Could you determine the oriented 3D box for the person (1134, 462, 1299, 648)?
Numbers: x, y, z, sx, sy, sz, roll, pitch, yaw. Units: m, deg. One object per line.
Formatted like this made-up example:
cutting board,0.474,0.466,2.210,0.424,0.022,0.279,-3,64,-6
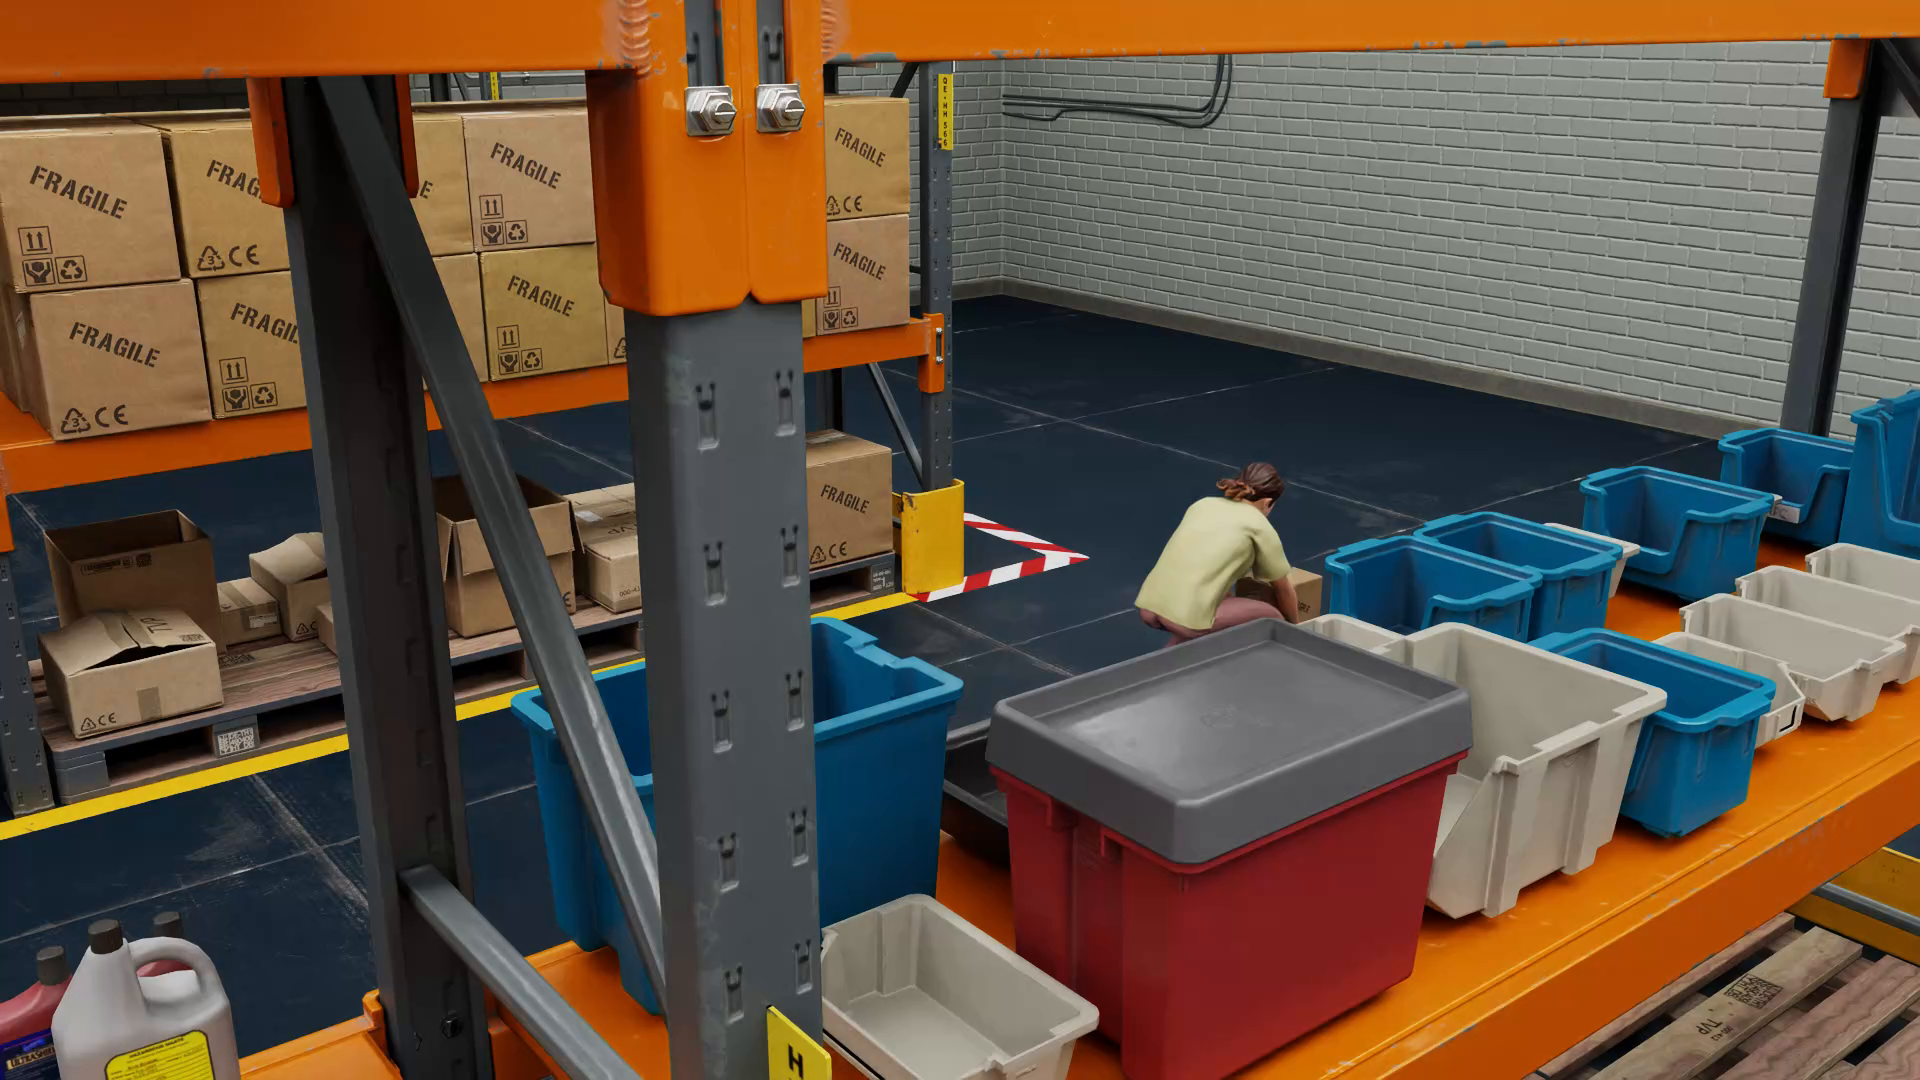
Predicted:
person,1.044,0.190,6.681,0.800,0.936,0.491,-14,22,-36
